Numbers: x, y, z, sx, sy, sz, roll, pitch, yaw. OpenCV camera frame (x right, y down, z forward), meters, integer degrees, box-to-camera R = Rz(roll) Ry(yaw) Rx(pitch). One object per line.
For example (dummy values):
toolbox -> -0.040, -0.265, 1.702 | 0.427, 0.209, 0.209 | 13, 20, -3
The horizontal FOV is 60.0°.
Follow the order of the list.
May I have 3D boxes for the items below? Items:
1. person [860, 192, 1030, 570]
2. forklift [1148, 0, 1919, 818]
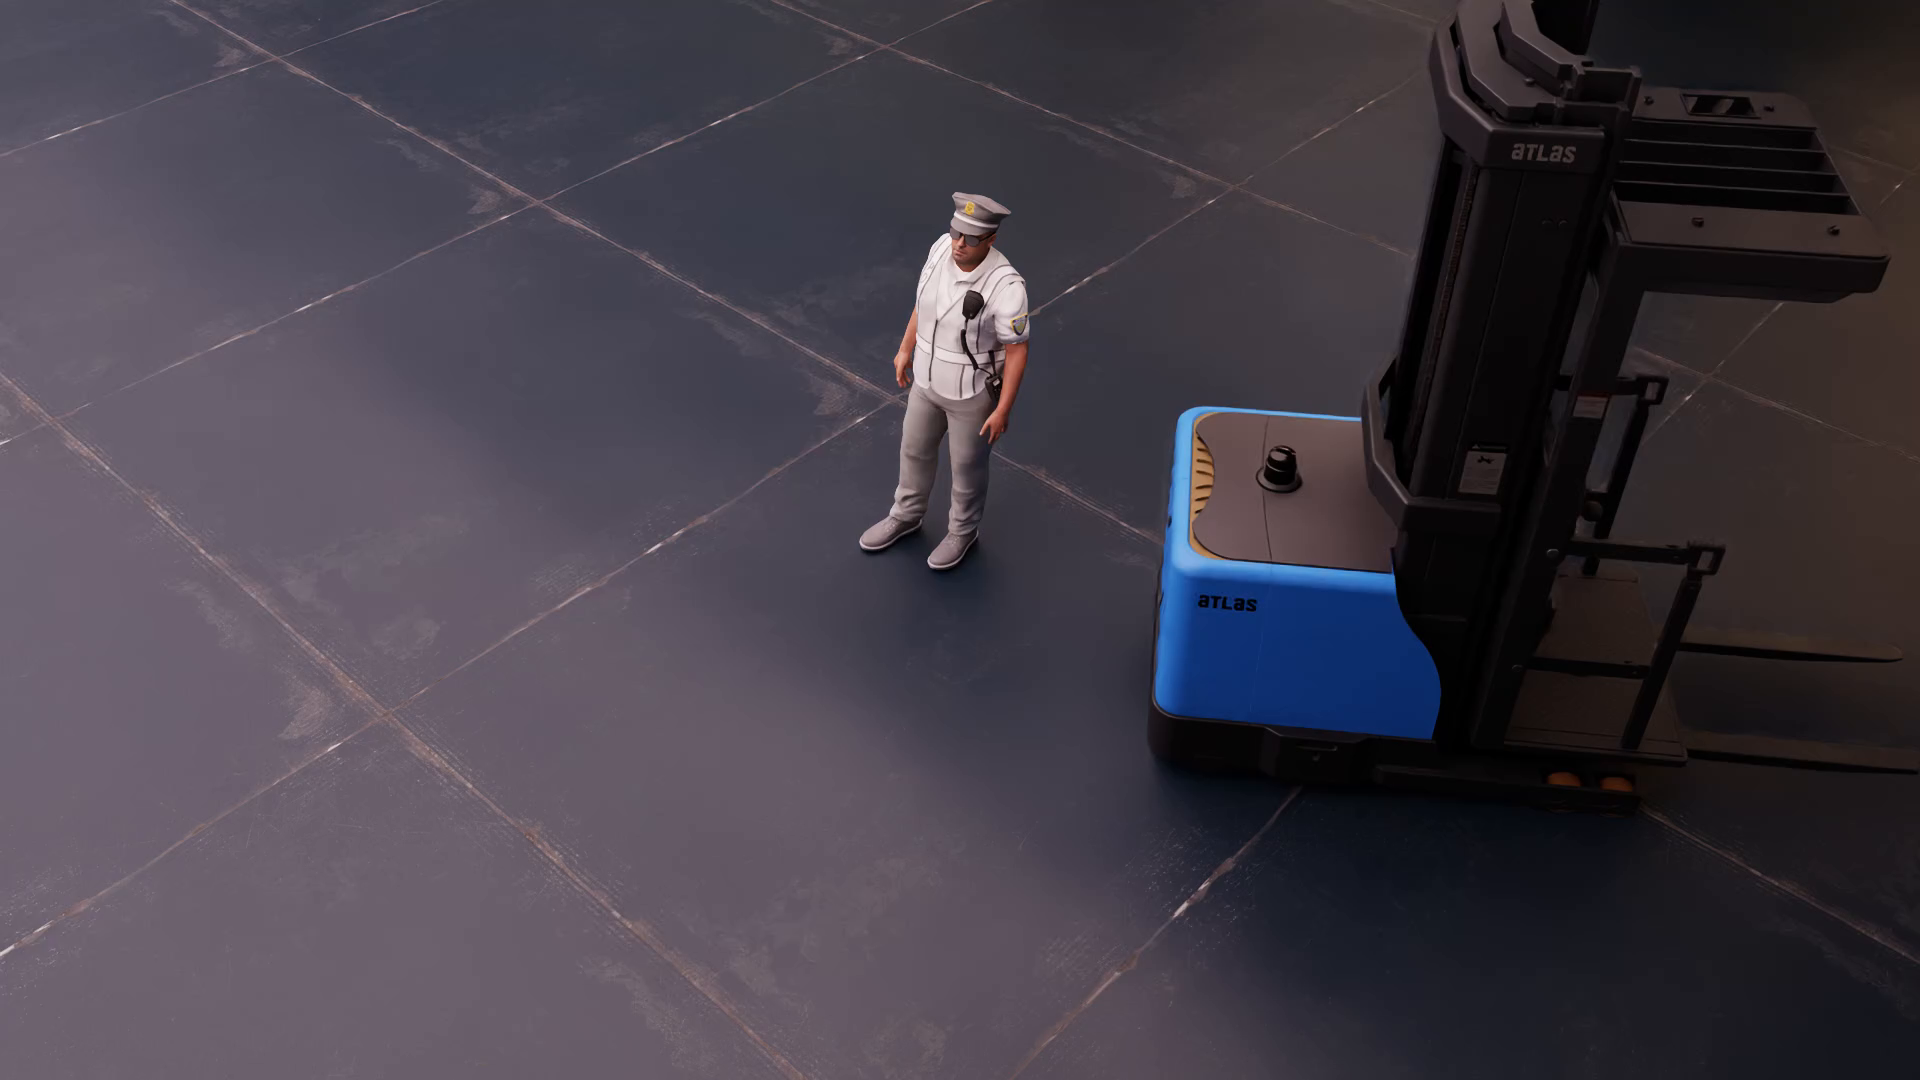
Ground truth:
person -> -0.061, -0.650, 7.057 | 0.640, 1.781, 0.575 | 31, 49, 31
forklift -> 2.306, -0.408, 5.904 | 3.031, 2.935, 1.130 | 5, 41, 6
